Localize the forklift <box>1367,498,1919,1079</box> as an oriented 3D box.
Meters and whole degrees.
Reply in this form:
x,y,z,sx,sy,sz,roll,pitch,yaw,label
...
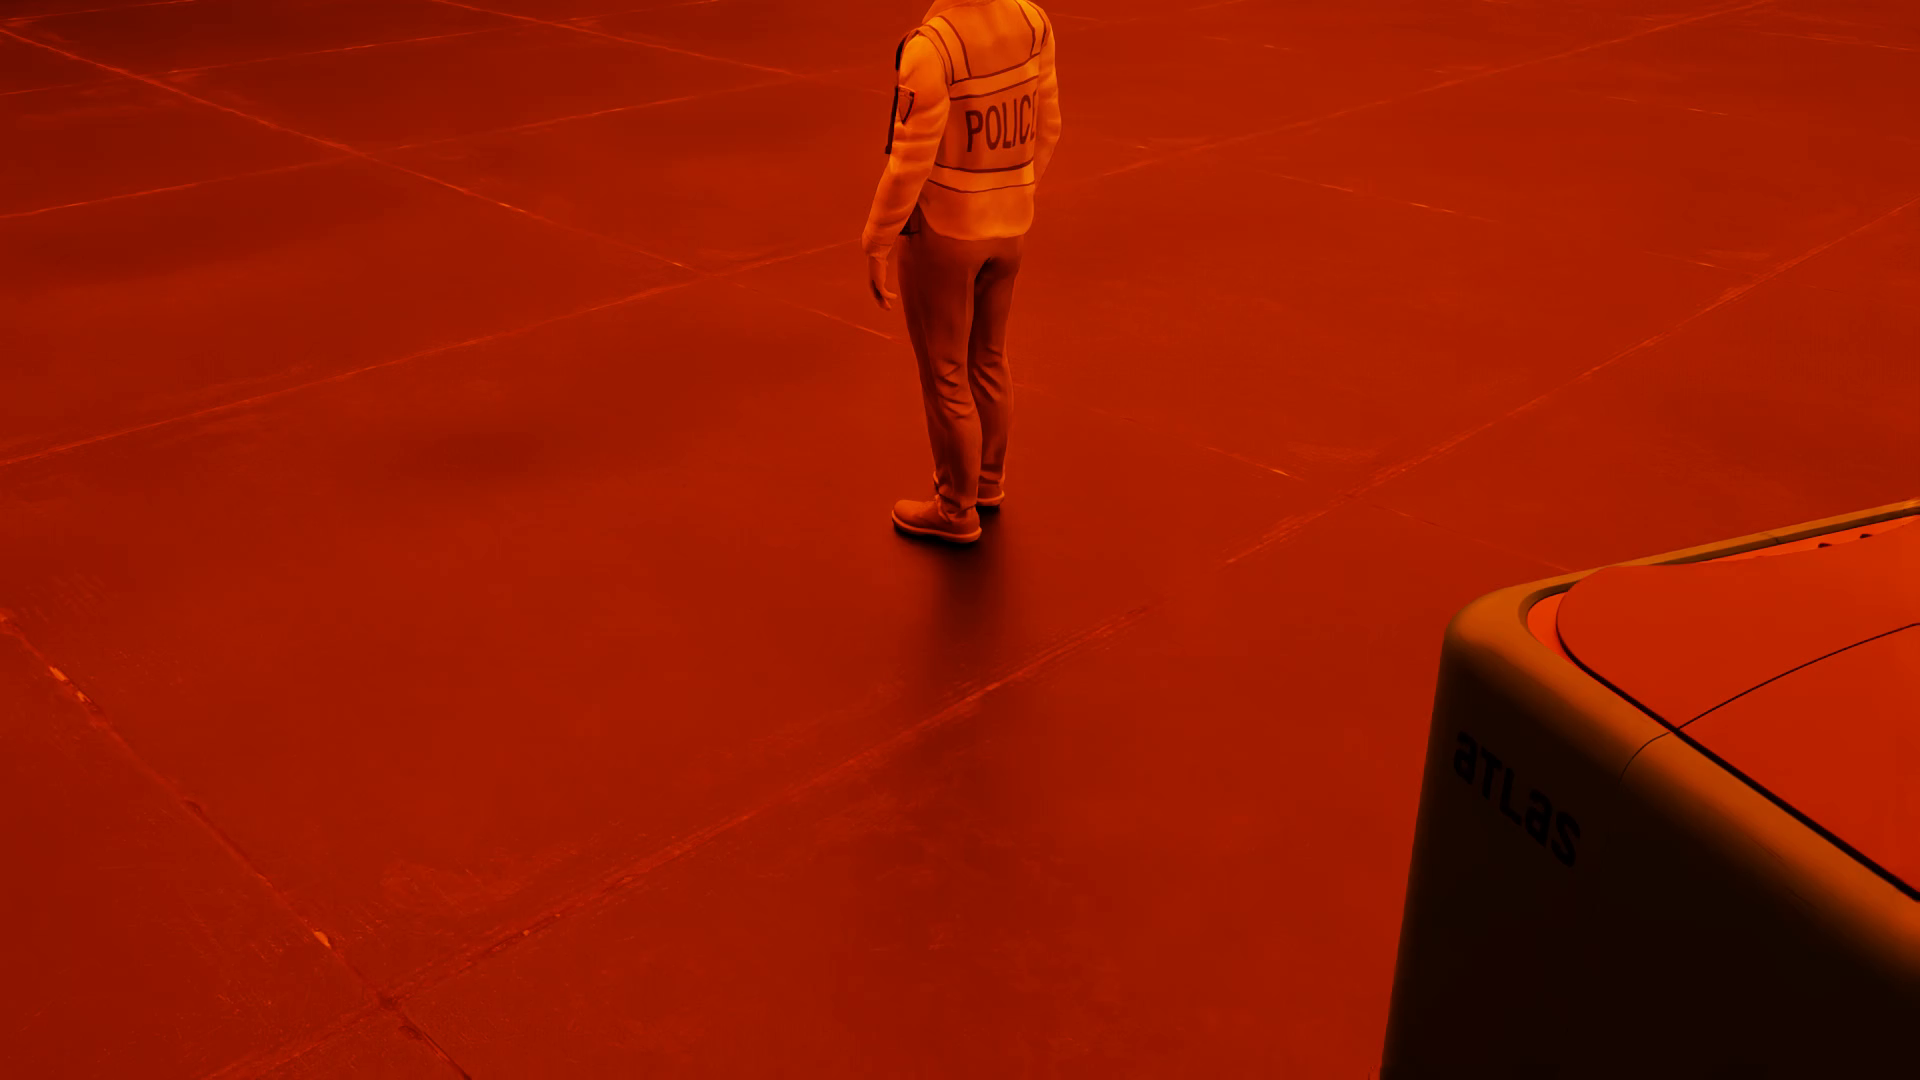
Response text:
x,y,z,sx,sy,sz,roll,pitch,yaw,label
1.582,0.236,0.733,1.130,2.935,3.031,-10,28,-20,forklift

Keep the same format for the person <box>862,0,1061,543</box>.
x,y,z,sx,sy,sz,roll,pitch,yaw,label
-0.043,-0.791,4.215,0.586,1.694,0.530,-24,35,-39,person
